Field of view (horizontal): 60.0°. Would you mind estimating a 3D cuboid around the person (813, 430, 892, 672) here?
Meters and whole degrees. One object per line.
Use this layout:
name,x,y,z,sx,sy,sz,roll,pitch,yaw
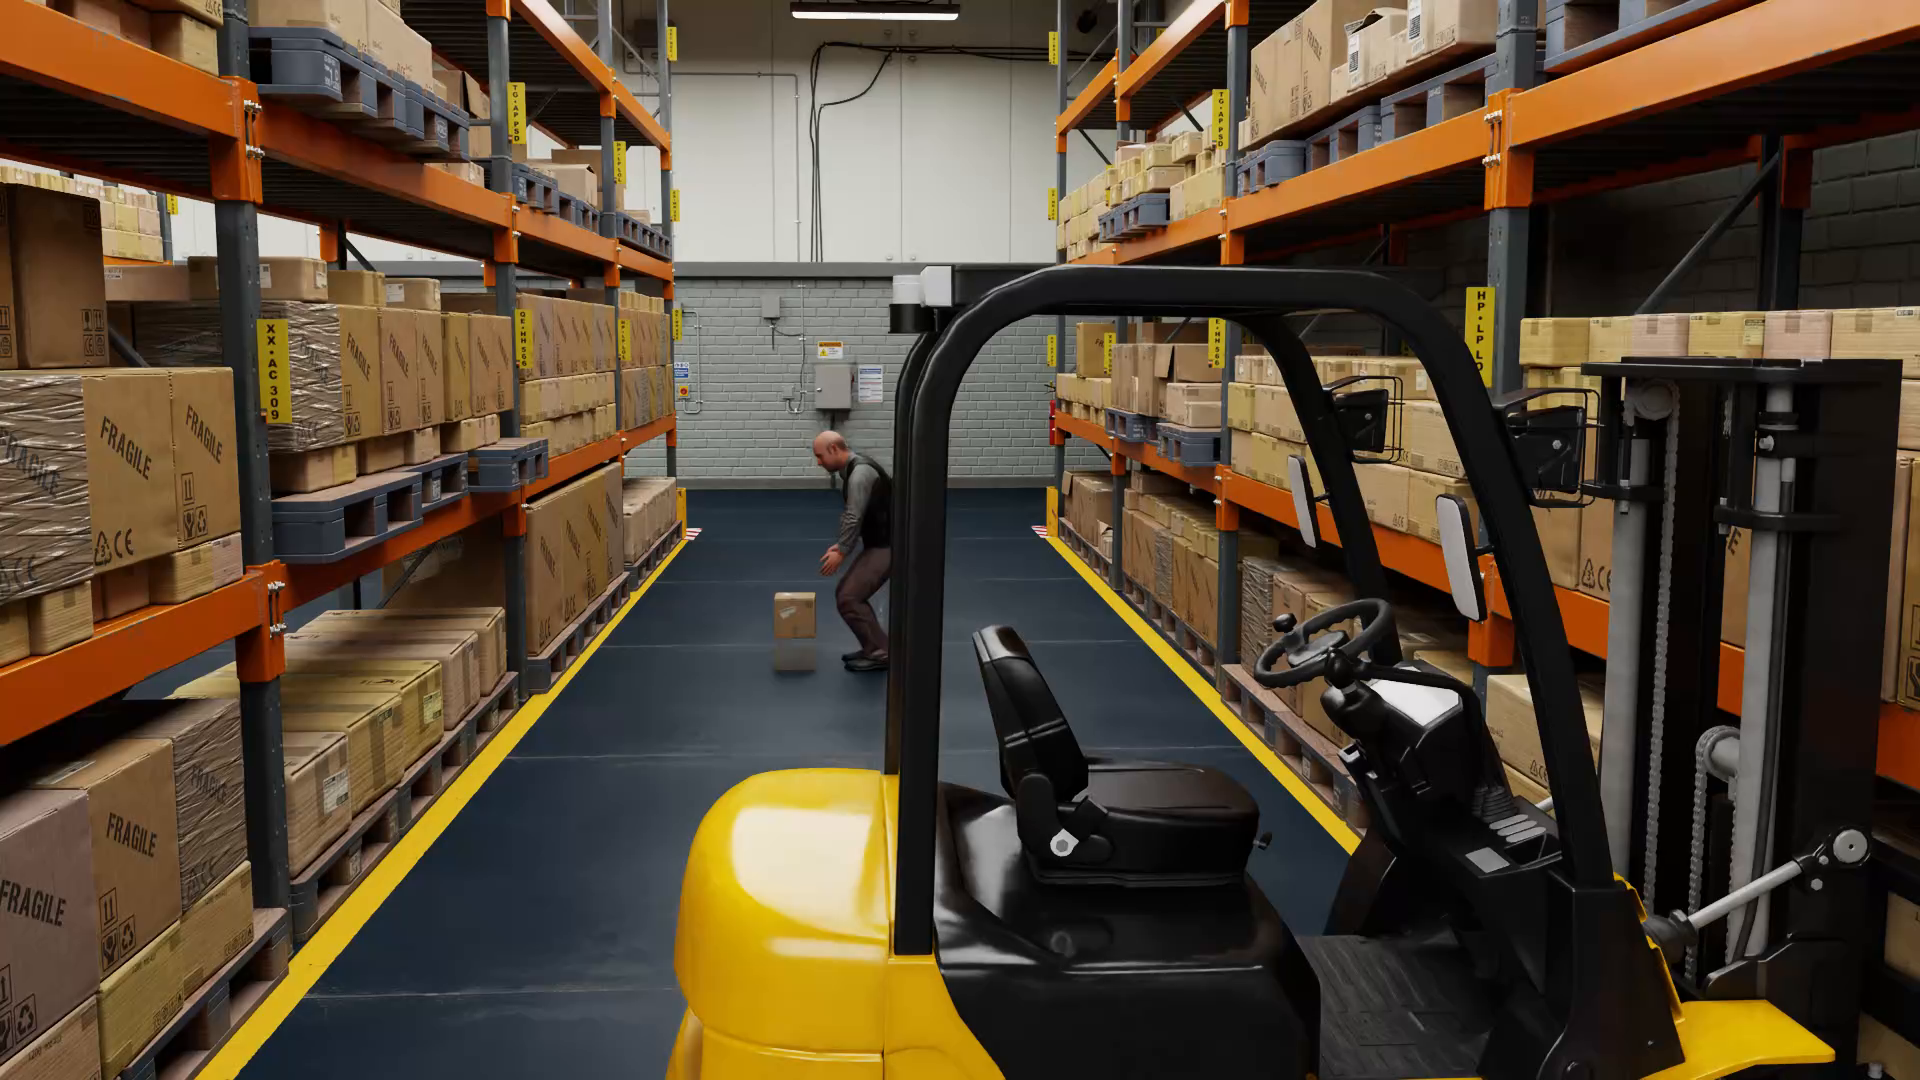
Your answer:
person,-0.584,0.062,10.352,0.647,1.488,0.589,0,7,-3
